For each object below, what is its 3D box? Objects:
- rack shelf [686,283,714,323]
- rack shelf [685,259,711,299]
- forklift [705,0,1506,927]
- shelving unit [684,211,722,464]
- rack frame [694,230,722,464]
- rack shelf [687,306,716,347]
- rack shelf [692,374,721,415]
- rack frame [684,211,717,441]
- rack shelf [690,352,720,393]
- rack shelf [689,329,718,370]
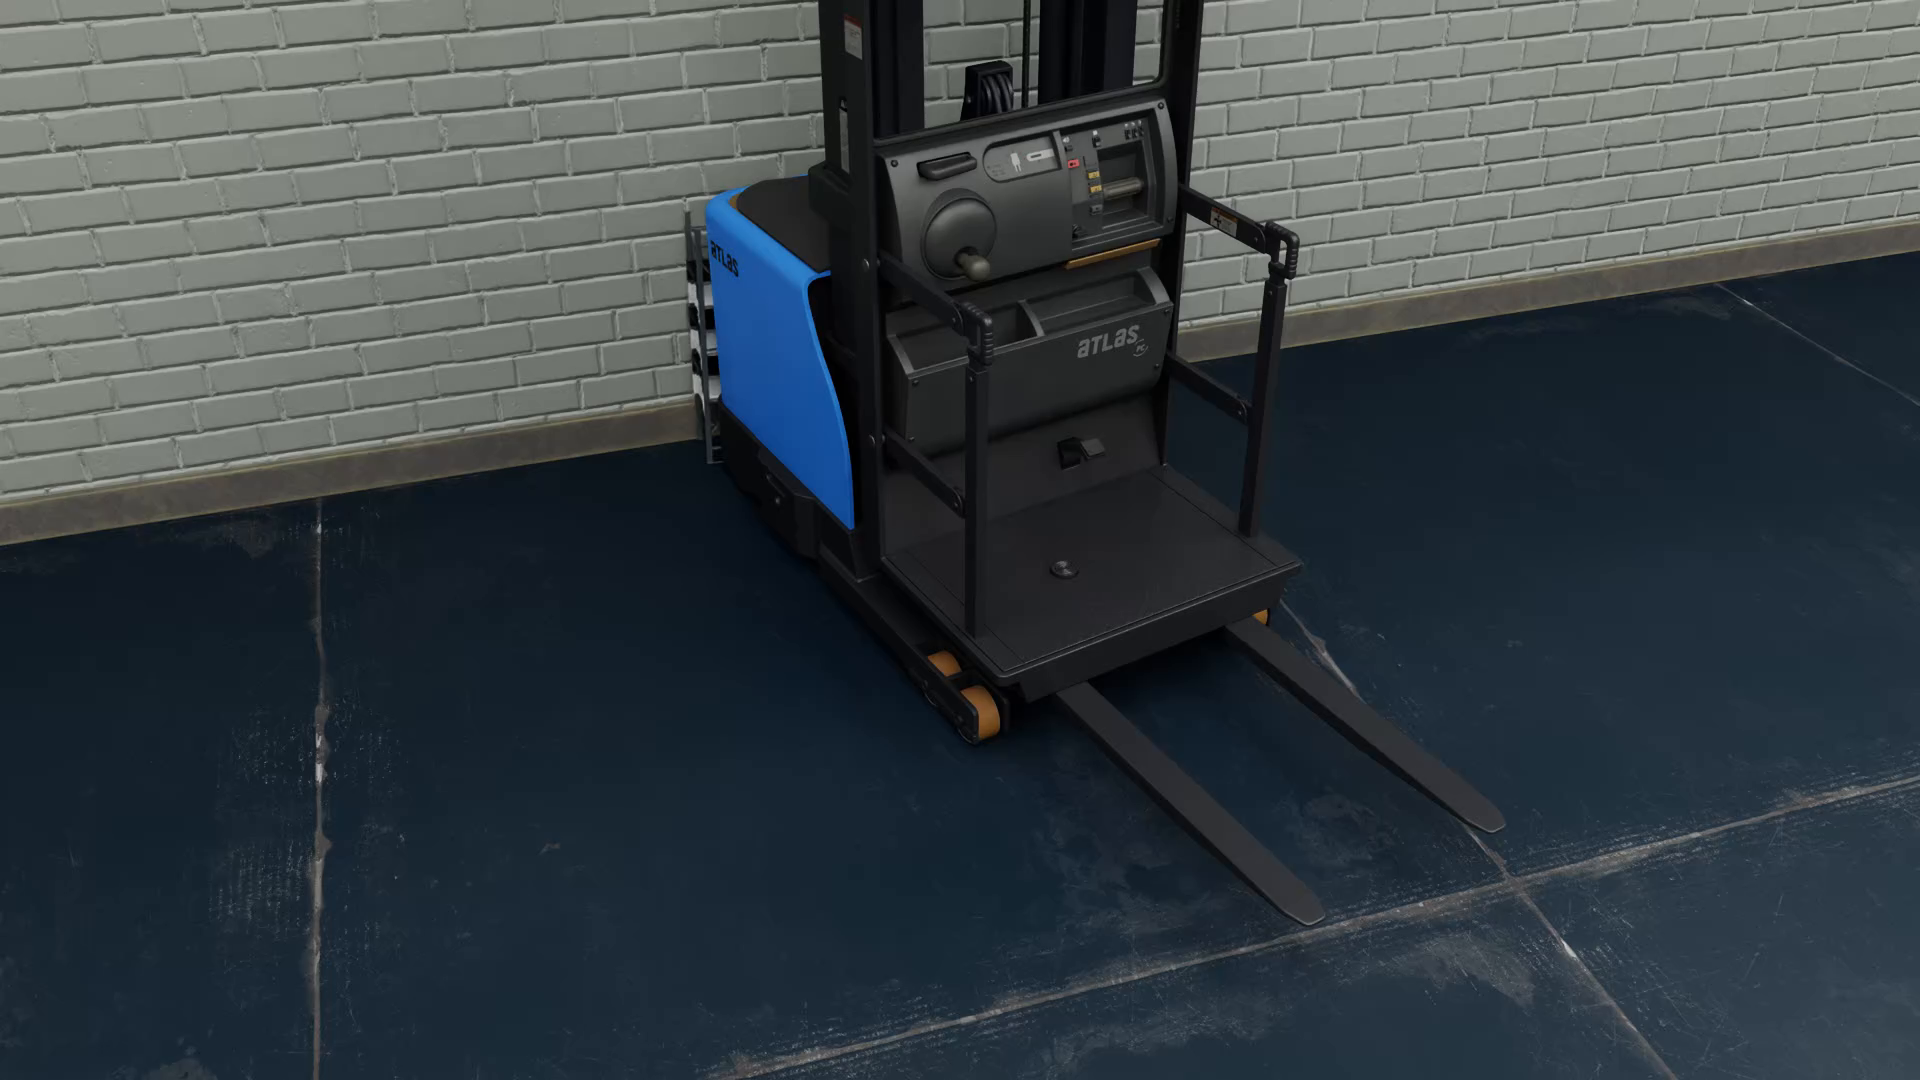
[{"bbox_3d":[-0.837,-0.863,5.971,0.258,0.077,0.200,-8,31,-16],"label":"rack shelf"},{"bbox_3d":[-0.834,-0.941,5.926,0.258,0.077,0.200,-8,31,-16],"label":"rack shelf"},{"bbox_3d":[0.327,-0.926,4.493,1.130,2.935,3.031,-19,38,-26],"label":"forklift"},{"bbox_3d":[-0.840,-0.736,6.044,0.258,0.900,0.210,-8,31,-16],"label":"shelving unit"},{"bbox_3d":[-0.809,-0.687,5.960,0.240,0.900,0.006,-8,31,-16],"label":"rack frame"},{"bbox_3d":[-0.839,-0.785,6.016,0.258,0.077,0.200,-8,31,-16],"label":"rack shelf"},{"bbox_3d":[-0.845,-0.551,6.150,0.258,0.077,0.200,-8,31,-16],"label":"rack shelf"},{"bbox_3d":[-0.872,-0.785,6.127,0.240,0.900,0.006,-8,31,-16],"label":"rack frame"},{"bbox_3d":[-0.843,-0.629,6.105,0.258,0.077,0.200,-8,31,-16],"label":"rack shelf"},{"bbox_3d":[-0.841,-0.707,6.060,0.258,0.077,0.200,-8,31,-16],"label":"rack shelf"}]
